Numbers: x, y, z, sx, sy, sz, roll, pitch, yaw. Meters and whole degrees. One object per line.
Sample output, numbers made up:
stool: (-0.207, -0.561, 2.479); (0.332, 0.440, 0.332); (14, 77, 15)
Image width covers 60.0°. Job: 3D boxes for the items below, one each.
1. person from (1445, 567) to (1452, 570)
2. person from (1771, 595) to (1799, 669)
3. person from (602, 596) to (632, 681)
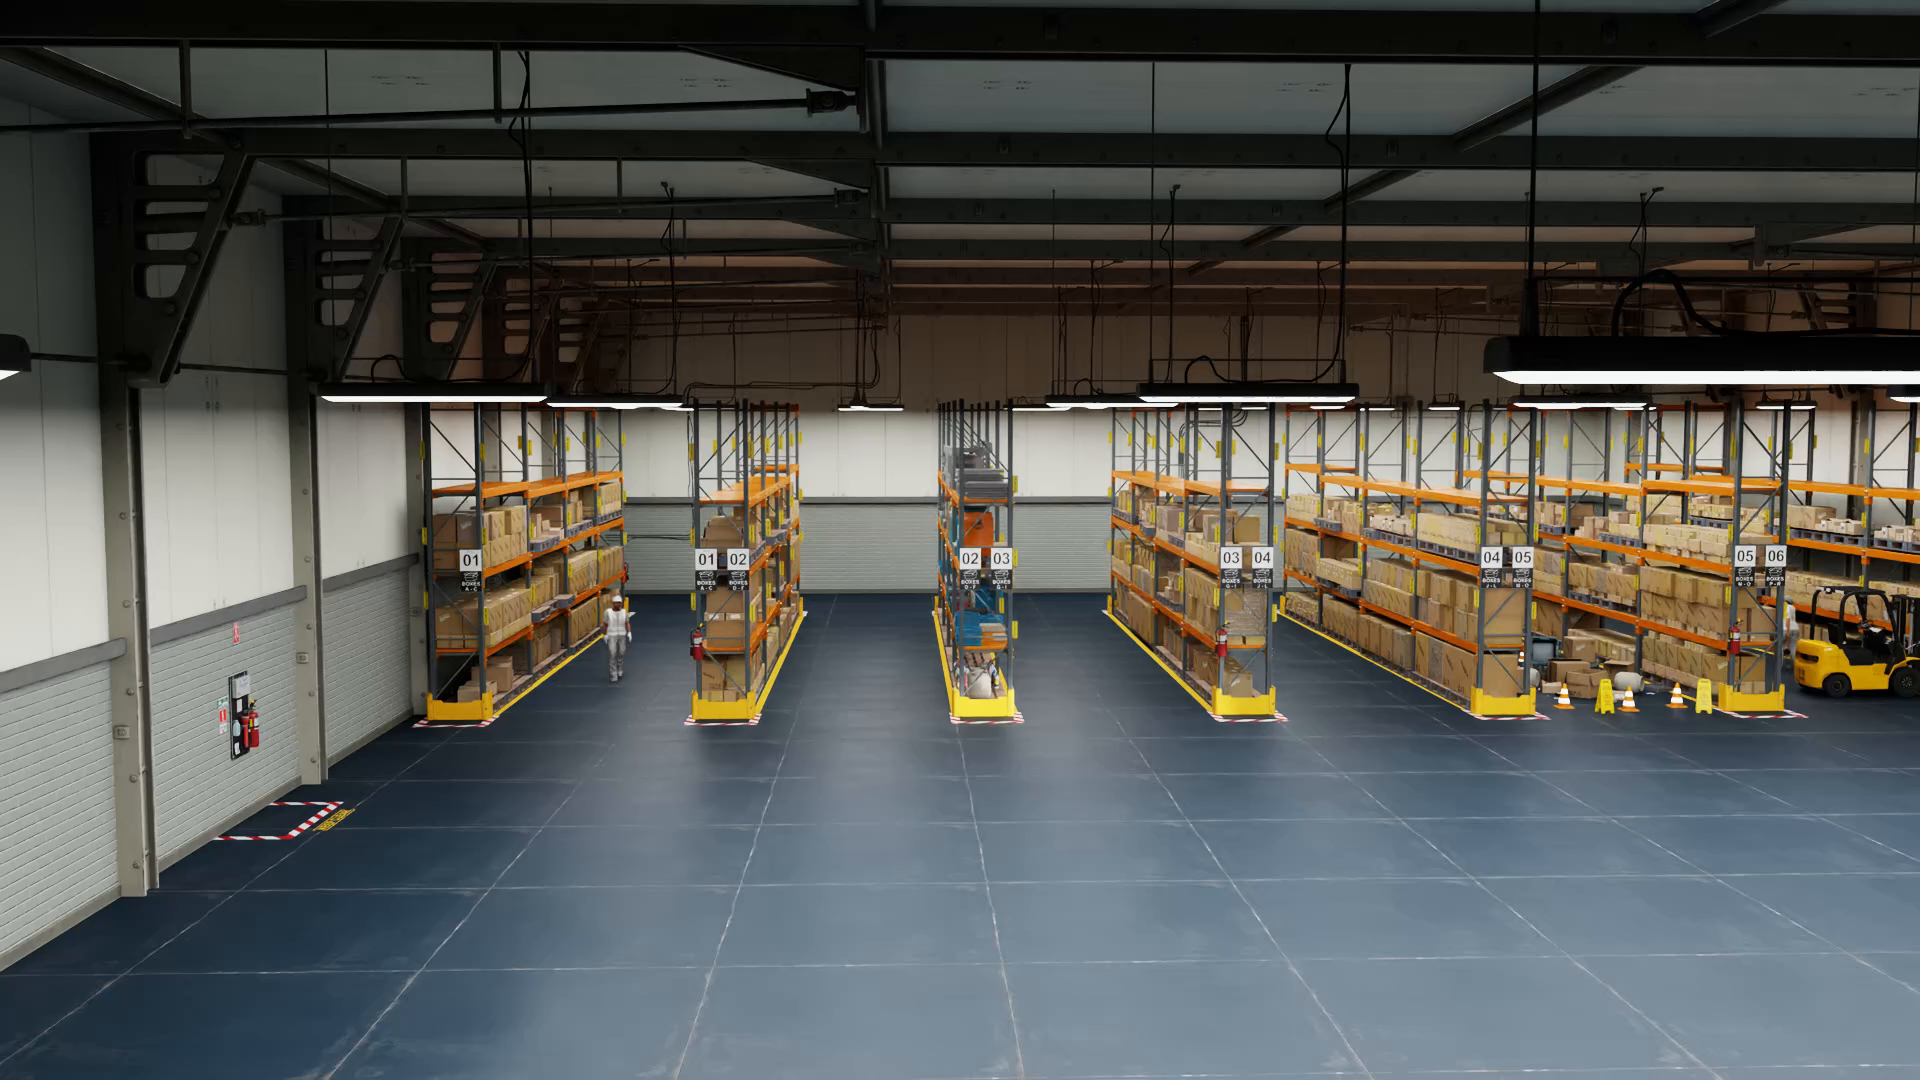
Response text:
person: (15.395, 0.887, 51.933); (0.823, 1.771, 0.539); (0, 4, -6)
person: (18.568, 2.095, 37.246); (0.504, 1.704, 0.568); (-1, 5, -18)
person: (-7.378, 2.124, 35.955); (0.570, 1.814, 0.680); (-2, 5, -28)
